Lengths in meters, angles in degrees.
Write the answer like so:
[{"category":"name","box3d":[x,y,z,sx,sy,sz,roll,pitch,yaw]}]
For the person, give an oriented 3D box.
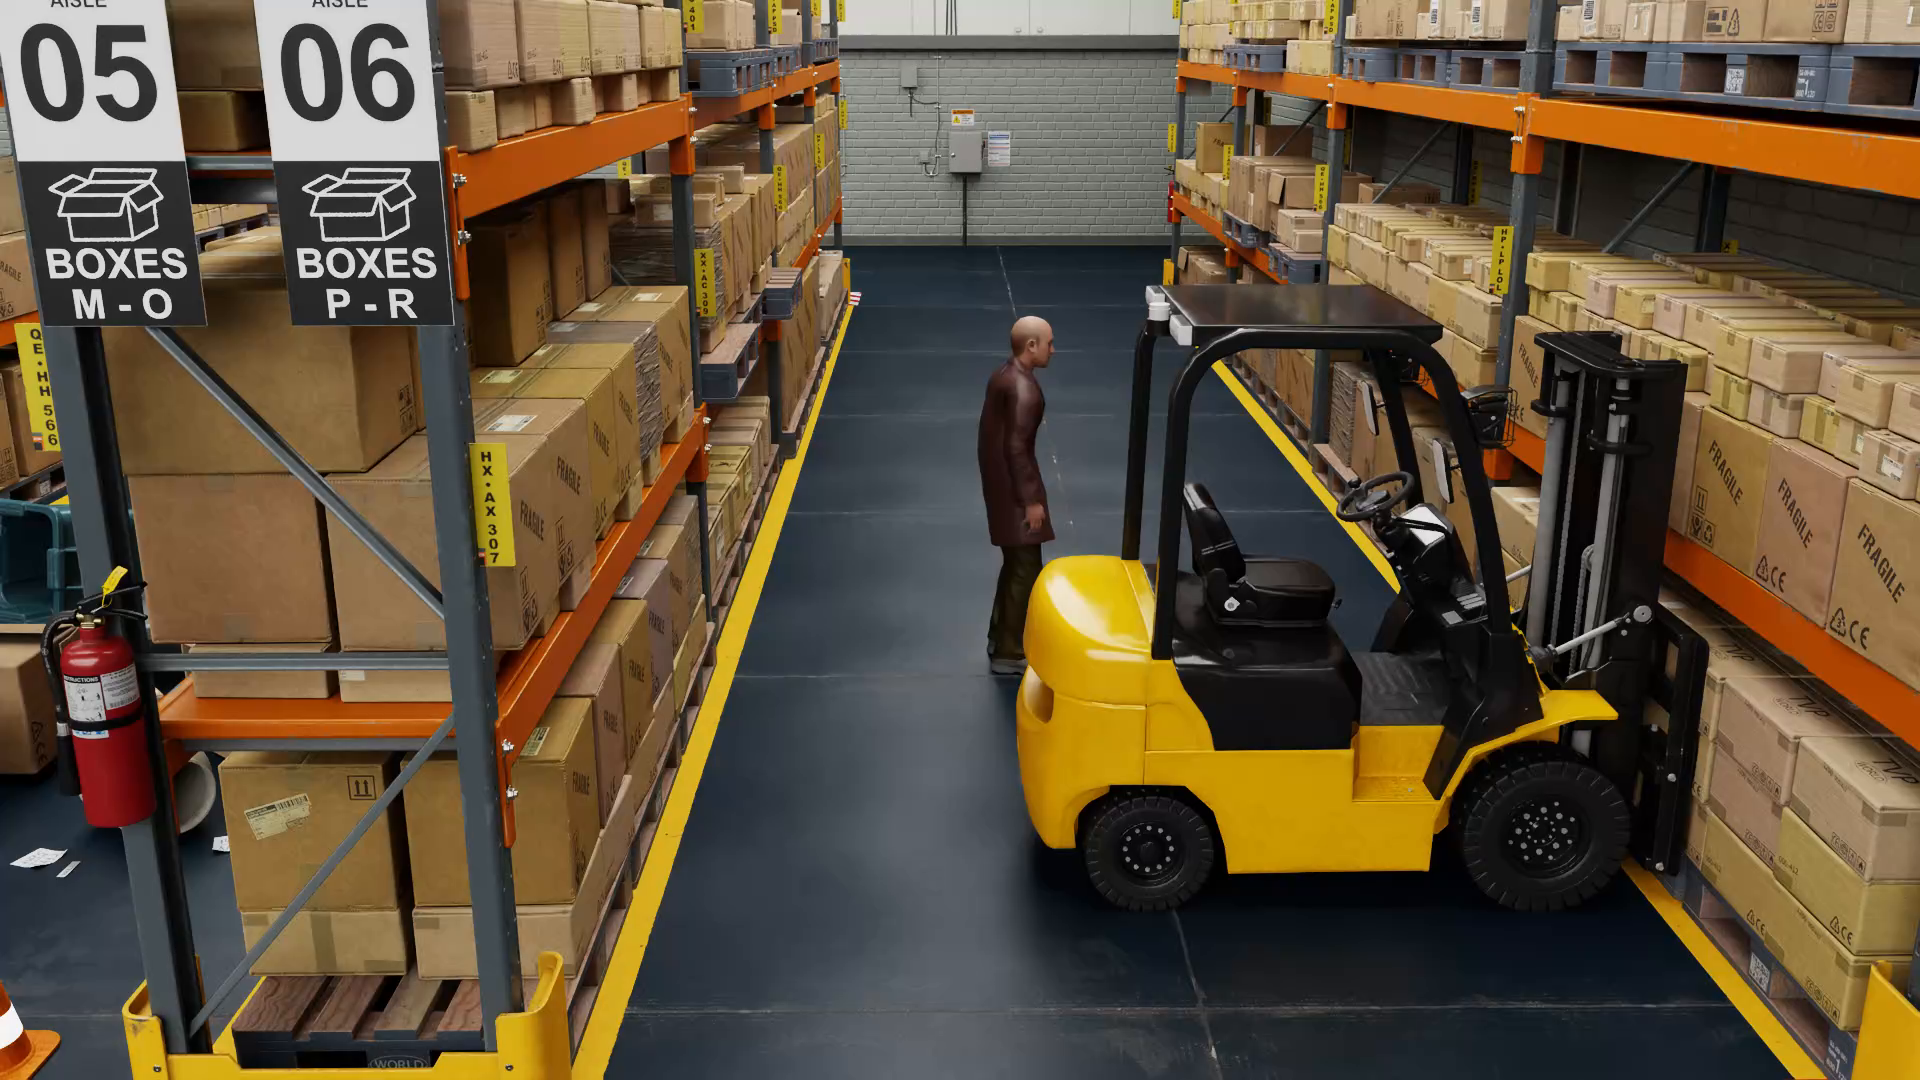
[{"category":"person","box3d":[0.303,-0.237,8.352,0.429,1.772,0.650,-1,17,-4]}]
